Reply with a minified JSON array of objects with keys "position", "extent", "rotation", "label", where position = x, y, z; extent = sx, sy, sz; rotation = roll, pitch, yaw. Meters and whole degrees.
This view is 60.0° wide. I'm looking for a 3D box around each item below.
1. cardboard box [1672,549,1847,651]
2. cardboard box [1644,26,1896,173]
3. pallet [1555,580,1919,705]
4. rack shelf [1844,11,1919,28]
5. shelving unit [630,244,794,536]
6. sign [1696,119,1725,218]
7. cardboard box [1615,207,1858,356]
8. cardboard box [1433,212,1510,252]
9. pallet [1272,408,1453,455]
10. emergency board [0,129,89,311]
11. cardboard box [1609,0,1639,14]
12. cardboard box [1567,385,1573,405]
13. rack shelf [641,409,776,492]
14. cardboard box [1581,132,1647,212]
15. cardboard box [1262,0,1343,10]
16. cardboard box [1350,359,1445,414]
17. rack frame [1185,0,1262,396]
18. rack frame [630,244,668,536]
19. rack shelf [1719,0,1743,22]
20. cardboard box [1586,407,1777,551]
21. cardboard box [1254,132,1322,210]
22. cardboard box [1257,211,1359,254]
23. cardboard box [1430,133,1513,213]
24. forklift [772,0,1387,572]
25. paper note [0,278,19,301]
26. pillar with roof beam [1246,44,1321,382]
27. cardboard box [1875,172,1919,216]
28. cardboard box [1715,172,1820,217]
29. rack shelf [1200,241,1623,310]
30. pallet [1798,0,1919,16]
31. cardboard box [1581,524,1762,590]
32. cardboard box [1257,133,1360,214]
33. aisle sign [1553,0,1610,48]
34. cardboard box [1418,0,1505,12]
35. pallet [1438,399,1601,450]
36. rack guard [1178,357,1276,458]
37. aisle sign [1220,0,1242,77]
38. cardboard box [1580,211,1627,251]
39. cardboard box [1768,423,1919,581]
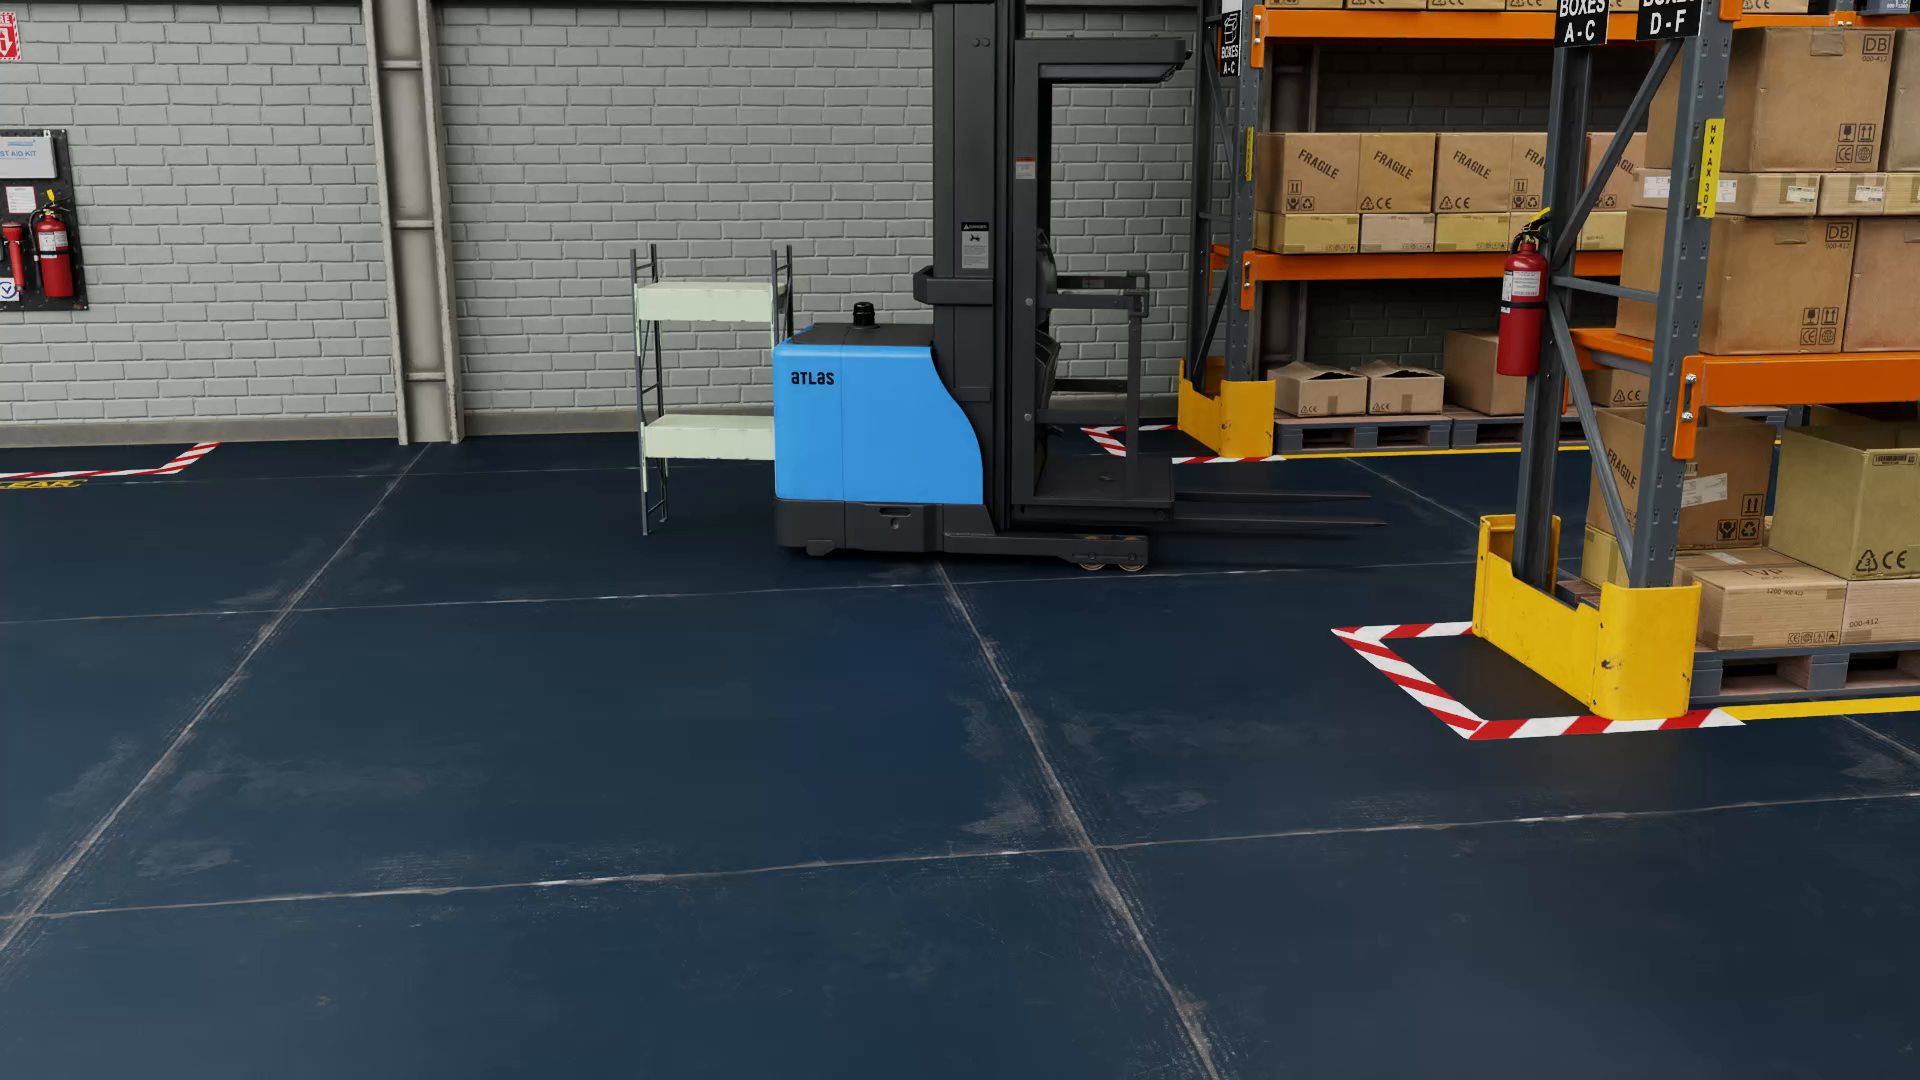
[{"position":[3.036,0.226,6.445],"extent":[0.500,0.250,0.500],"rotation":[-2,14,-8],"label":"cardboard box"},{"position":[2.988,-1.632,6.191],"extent":[0.500,0.500,0.700],"rotation":[-2,14,-8],"label":"cardboard box"},{"position":[3.222,0.376,6.788],"extent":[1.213,0.211,1.003],"rotation":[-2,14,-8],"label":"pallet"},{"position":[7.664,-3.453,11.638],"extent":[4.000,0.370,1.077],"rotation":[-2,14,-8],"label":"rack shelf"},{"position":[-1.282,-0.789,8.783],"extent":[0.755,1.500,0.431],"rotation":[2,14,6],"label":"shelving unit"},{"position":[2.549,-1.263,5.650],"extent":[0.005,0.325,0.100],"rotation":[-2,14,-8],"label":"sign"},{"position":[2.936,-1.001,6.341],"extent":[0.500,0.500,0.700],"rotation":[-2,14,-8],"label":"cardboard box"},{"position":[3.276,-2.048,10.987],"extent":[0.500,0.250,0.500],"rotation":[-2,14,-9],"label":"cardboard box"},{"position":[2.614,-0.801,11.482],"extent":[1.213,0.211,1.003],"rotation":[-2,14,-8],"label":"pallet"},{"position":[-6.088,-2.066,10.792],"extent":[0.643,1.169,0.194],"rotation":[-2,14,-8],"label":"emergency board"},{"position":[4.179,-3.666,10.760],"extent":[0.500,0.500,0.500],"rotation":[-3,14,-11],"label":"cardboard box"},{"position":[4.101,-1.052,11.708],"extent":[0.250,0.149,0.380],"rotation":[-3,14,-13],"label":"cardboard box"},{"position":[-1.282,-0.472,8.862],"extent":[0.720,0.370,0.431],"rotation":[2,14,6],"label":"rack shelf"},{"position":[4.272,-2.449,11.046],"extent":[0.500,0.500,0.500],"rotation":[-3,14,-10],"label":"cardboard box"},{"position":[2.099,-3.595,10.478],"extent":[0.500,0.500,0.500],"rotation":[-2,14,-7],"label":"cardboard box"},{"position":[2.992,-1.063,11.418],"extent":[0.500,0.311,0.500],"rotation":[-1,14,-4],"label":"cardboard box"},{"position":[1.731,-2.130,11.049],"extent":[0.127,3.000,1.000],"rotation":[-2,14,-8],"label":"rack frame"},{"position":[-1.646,-0.798,8.823],"extent":[0.023,1.500,0.400],"rotation":[2,14,6],"label":"rack frame"},{"position":[4.450,-2.117,6.309],"extent":[4.000,0.370,1.077],"rotation":[-2,14,-8],"label":"rack shelf"},{"position":[2.958,-0.263,6.853],"extent":[0.500,0.500,0.500],"rotation":[-2,14,-8],"label":"cardboard box"},{"position":[2.165,-2.499,11.245],"extent":[0.500,0.500,0.500],"rotation":[-2,14,-9],"label":"cardboard box"},{"position":[2.261,-2.008,10.830],"extent":[0.500,0.250,0.500],"rotation":[-3,14,-10],"label":"cardboard box"},{"position":[3.250,-2.408,10.884],"extent":[0.500,0.500,0.500],"rotation":[-3,14,-10],"label":"cardboard box"},{"position":[0.619,-1.405,8.298],"extent":[3.031,2.935,1.130],"rotation":[2,14,6],"label":"forklift"},{"position":[-6.274,-1.649,10.940],"extent":[0.142,0.148,0.016],"rotation":[-2,14,-8],"label":"paper note"},{"position":[2.935,-4.238,7.121],"extent":[0.400,9.000,9.100],"rotation":[-2,14,-8],"label":"pillar with roof beam"},{"position":[3.400,-1.283,6.132],"extent":[0.250,0.149,0.380],"rotation":[-2,14,-8],"label":"cardboard box"},{"position":[2.892,-1.264,6.057],"extent":[0.250,0.149,0.380],"rotation":[-2,14,-9],"label":"cardboard box"},{"position":[3.708,-1.854,11.425],"extent":[4.000,0.370,1.077],"rotation":[-2,14,-8],"label":"rack shelf"},{"position":[6.312,-3.636,11.272],"extent":[1.003,0.211,1.213],"rotation":[-2,14,-8],"label":"pallet"},{"position":[2.959,0.101,6.942],"extent":[0.500,0.250,0.500],"rotation":[-2,14,-8],"label":"cardboard box"},{"position":[2.248,-2.376,10.754],"extent":[0.500,0.500,0.500],"rotation":[-2,14,-8],"label":"cardboard box"},{"position":[2.364,-2.268,6.254],"extent":[0.004,0.787,0.394],"rotation":[-2,14,-8],"label":"aisle sign"},{"position":[3.148,-3.626,10.600],"extent":[0.500,0.500,0.500],"rotation":[-1,14,-6],"label":"cardboard box"},{"position":[3.818,-0.845,11.655],"extent":[1.213,0.211,1.003],"rotation":[-2,14,-8],"label":"pallet"},{"position":[1.806,-0.920,11.364],"extent":[0.348,0.500,1.175],"rotation":[-2,14,-8],"label":"rack guard"},{"position":[1.704,-3.316,10.434],"extent":[0.004,0.787,0.394],"rotation":[-2,14,-8],"label":"aisle sign"},{"position":[4.274,-2.084,11.132],"extent":[0.500,0.250,0.500],"rotation":[-2,14,-9],"label":"cardboard box"},{"position":[3.530,-0.157,6.428],"extent":[0.500,0.500,0.500],"rotation":[-2,14,-8],"label":"cardboard box"}]
